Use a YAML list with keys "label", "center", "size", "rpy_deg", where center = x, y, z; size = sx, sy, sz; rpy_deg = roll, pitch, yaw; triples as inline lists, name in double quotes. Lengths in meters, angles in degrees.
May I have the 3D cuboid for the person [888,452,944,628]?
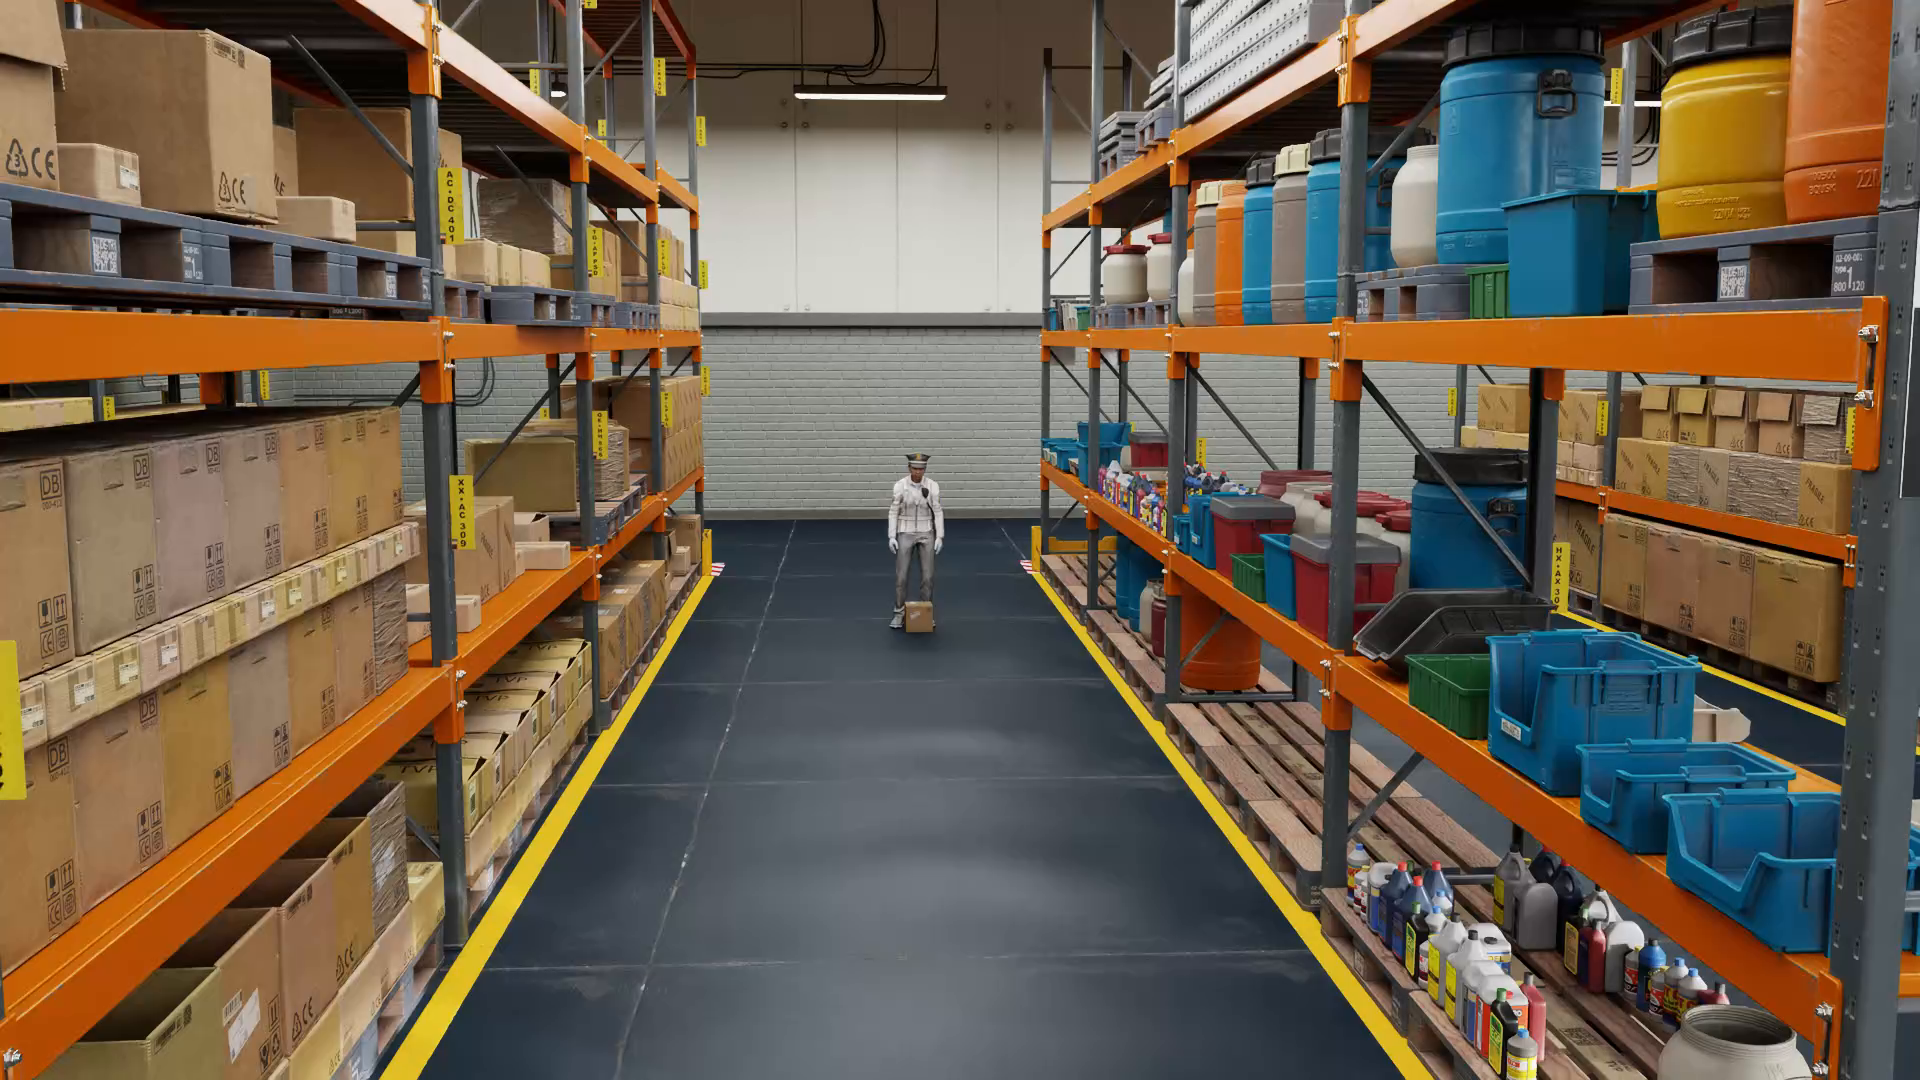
- label: "person"
  center: [-0.417, -0.007, 15.793]
  size: [0.529, 1.663, 0.371]
  rpy_deg: [0, 7, -3]
